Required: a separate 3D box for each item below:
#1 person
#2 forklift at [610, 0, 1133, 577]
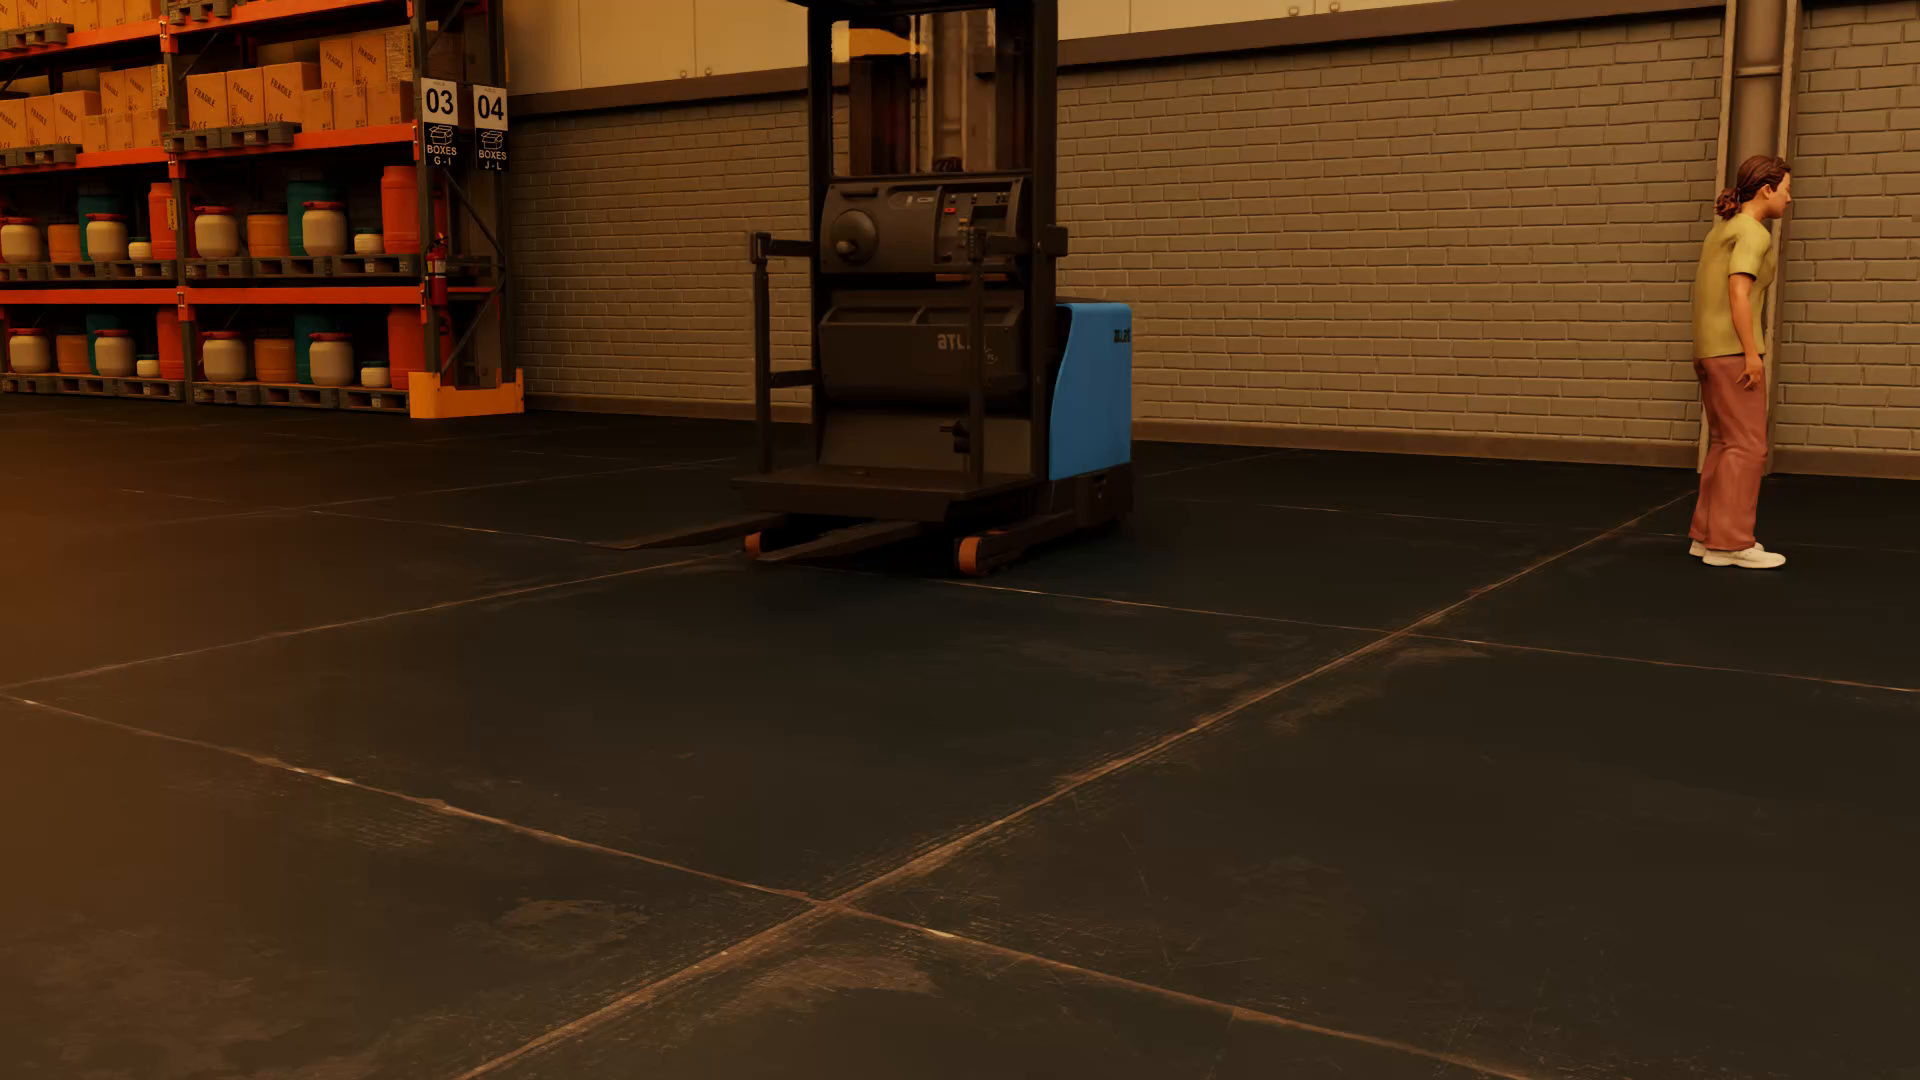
[{"bbox_3d":[3.222,-0.741,6.880,0.363,1.672,0.498,1,8,10],"label":"person"},{"bbox_3d":[-0.262,-1.373,6.848,1.130,2.935,3.031,4,9,26],"label":"forklift"}]
